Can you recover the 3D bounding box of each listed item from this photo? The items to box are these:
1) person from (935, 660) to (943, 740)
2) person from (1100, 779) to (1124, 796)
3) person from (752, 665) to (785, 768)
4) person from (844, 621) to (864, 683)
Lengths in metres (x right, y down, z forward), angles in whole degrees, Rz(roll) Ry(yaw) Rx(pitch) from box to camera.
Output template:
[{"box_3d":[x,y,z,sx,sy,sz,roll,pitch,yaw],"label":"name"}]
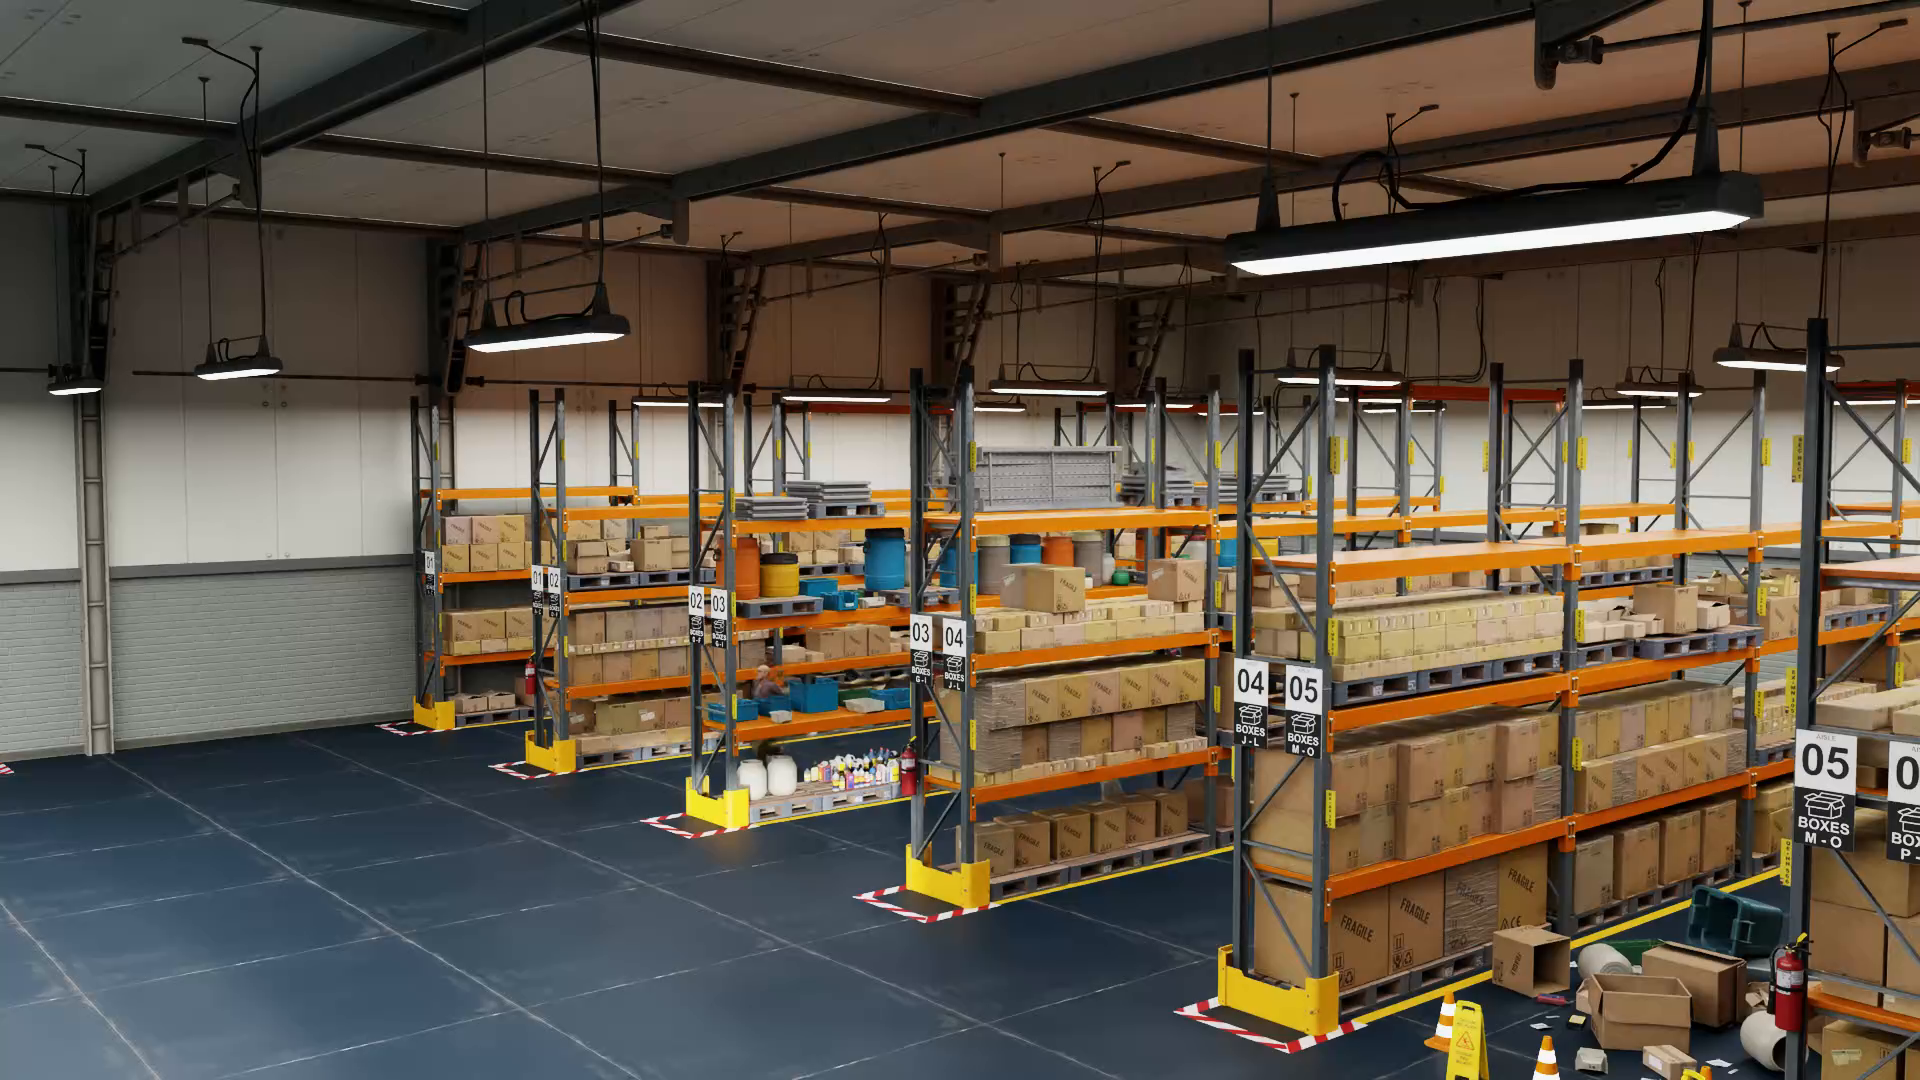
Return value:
[{"box_3d":[-0.162,2.457,27.557,0.881,1.693,0.602,-3,4,-40],"label":"person"},{"box_3d":[2.062,2.937,22.827,0.755,1.845,0.640,-3,4,-39],"label":"person"},{"box_3d":[-2.948,2.794,25.536,0.716,1.767,0.827,3,5,43],"label":"person"},{"box_3d":[-2.128,2.179,32.468,0.515,1.562,0.532,-3,5,-44],"label":"person"}]
